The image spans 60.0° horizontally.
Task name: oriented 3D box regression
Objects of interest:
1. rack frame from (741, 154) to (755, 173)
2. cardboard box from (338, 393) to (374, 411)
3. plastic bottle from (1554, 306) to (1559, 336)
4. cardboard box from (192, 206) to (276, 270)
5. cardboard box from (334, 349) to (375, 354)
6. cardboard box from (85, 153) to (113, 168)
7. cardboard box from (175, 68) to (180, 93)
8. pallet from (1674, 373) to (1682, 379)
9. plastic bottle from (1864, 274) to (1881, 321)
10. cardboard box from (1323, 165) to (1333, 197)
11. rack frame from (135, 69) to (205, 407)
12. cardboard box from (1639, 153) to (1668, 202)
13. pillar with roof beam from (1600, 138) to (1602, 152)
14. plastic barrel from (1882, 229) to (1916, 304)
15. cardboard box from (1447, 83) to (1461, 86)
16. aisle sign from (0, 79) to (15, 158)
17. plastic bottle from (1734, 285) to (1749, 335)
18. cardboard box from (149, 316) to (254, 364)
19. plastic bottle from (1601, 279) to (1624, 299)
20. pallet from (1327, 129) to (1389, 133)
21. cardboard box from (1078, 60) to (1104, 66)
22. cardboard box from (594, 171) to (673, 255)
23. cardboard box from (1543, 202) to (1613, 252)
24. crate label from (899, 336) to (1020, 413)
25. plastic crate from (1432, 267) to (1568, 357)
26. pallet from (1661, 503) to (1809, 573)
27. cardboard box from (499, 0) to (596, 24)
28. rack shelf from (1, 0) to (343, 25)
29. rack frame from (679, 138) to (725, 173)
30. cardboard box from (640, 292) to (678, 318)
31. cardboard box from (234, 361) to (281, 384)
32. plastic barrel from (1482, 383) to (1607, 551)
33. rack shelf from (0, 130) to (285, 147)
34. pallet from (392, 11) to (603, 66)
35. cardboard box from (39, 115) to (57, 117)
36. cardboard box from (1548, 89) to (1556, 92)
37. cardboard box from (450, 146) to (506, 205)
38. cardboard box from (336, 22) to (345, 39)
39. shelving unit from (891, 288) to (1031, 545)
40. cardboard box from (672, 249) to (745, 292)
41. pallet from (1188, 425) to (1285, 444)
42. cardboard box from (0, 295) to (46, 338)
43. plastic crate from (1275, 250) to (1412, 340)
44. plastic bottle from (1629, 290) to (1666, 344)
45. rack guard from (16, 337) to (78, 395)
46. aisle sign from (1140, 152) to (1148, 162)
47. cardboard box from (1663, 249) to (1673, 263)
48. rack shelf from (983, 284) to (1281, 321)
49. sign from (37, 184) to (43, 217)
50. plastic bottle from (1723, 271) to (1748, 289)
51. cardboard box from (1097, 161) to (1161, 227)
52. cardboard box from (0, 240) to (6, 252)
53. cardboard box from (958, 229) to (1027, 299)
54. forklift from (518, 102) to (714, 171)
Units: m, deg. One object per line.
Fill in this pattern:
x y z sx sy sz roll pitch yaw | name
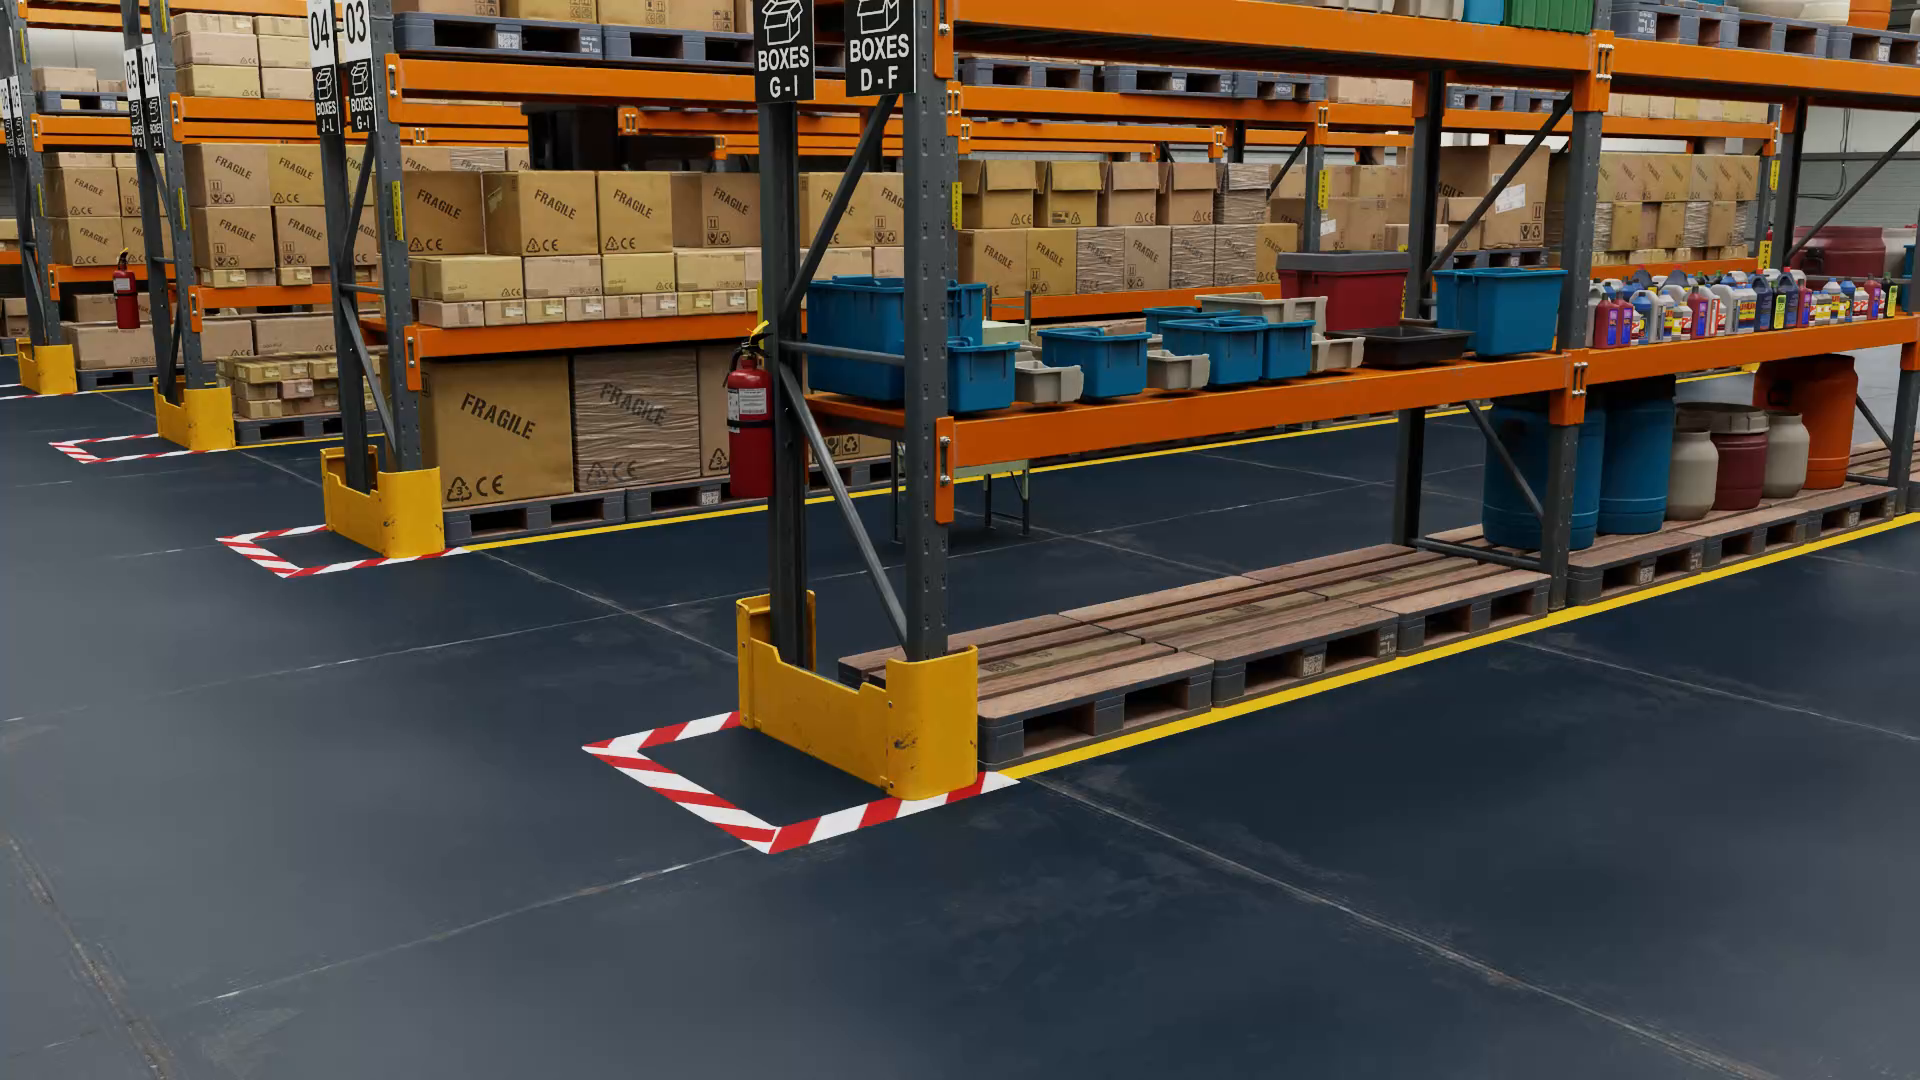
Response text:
-3.419 -5.442 28.536 0.127 3.000 1.000 -9 15 -38 | rack frame
-5.294 -1.214 14.475 0.250 0.149 0.380 -9 15 -37 | cardboard box
3.327 -1.314 9.212 0.185 0.351 0.144 -9 15 -38 | plastic bottle
-5.991 -2.499 13.717 0.500 0.500 0.500 -9 15 -35 | cardboard box
-5.487 -1.647 15.084 0.250 0.149 0.380 -9 15 -36 | cardboard box
-9.075 -3.982 17.452 0.250 0.149 0.380 -9 15 -36 | cardboard box
-6.324 -3.787 13.879 0.500 0.250 0.500 -10 15 -39 | cardboard box
7.332 -1.918 18.654 1.213 0.211 1.003 -9 15 -38 | pallet
5.617 -1.499 10.248 0.133 0.283 0.061 -9 15 -38 | plastic bottle
4.439 -4.700 22.079 0.500 0.550 0.875 -9 15 -38 | cardboard box
-6.514 -2.291 13.695 0.127 3.000 1.000 -9 15 -38 | rack frame
7.166 -3.861 17.725 0.500 0.500 0.500 -9 15 -38 | cardboard box
20.028 -11.368 41.998 0.548 9.000 9.100 -9 15 -38 | pillar with roof beam
6.517 -1.931 11.730 0.421 0.512 0.421 0 12 0 | plastic barrel
4.474 -4.329 15.624 0.250 0.166 0.380 -10 16 -39 | cardboard box
-9.935 -4.393 17.337 0.004 0.787 0.394 -9 15 -38 | aisle sign
4.334 -1.285 9.268 0.097 0.271 0.097 0 12 0 | plastic bottle
-8.523 -2.255 18.682 0.875 0.438 0.875 -9 15 -36 | cardboard box
3.794 -1.392 9.762 0.135 0.276 0.152 -9 15 -38 | plastic bottle
5.407 -5.693 22.709 1.213 0.211 1.003 -9 15 -38 | pallet
0.886 -3.711 12.755 0.250 0.149 0.380 -10 16 -40 | cardboard box
-2.160 -2.064 10.465 0.500 0.500 0.500 -10 16 -39 | cardboard box
6.266 -3.273 17.364 0.500 0.500 0.875 -9 15 -38 | cardboard box
-0.002 -0.596 5.972 0.303 0.233 0.416 -9 15 -38 | crate label
2.572 -1.094 7.955 0.575 0.384 0.392 -9 15 -38 | plastic crate
4.305 -0.077 9.985 1.213 0.211 1.003 -9 15 -38 | pallet
-2.607 -3.373 10.079 0.500 0.500 0.700 -10 16 -40 | cardboard box
-8.123 -5.727 18.129 4.000 0.370 1.077 -9 15 -38 | rack shelf
-3.438 -4.118 22.303 0.127 3.000 1.000 -9 15 -38 | rack frame
-2.008 -1.510 10.623 0.250 0.149 0.380 -10 15 -38 | cardboard box
-5.893 -1.405 13.946 0.250 0.149 0.380 -10 16 -40 | cardboard box
3.159 -0.436 8.999 0.708 0.901 0.600 -9 15 -38 | plastic barrel
-11.227 -5.260 22.189 4.000 0.370 1.077 -9 15 -38 | rack shelf
-2.922 -2.995 10.004 1.213 0.211 1.003 -9 15 -38 | pallet
-11.888 -5.507 21.265 0.500 0.250 0.500 -9 15 -37 | cardboard box
5.949 -4.708 17.259 0.250 0.149 0.380 -9 15 -36 | cardboard box
-4.397 -3.256 14.878 0.500 0.500 0.500 -9 15 -36 | cardboard box
-5.326 -4.265 13.968 0.250 0.149 0.380 -9 15 -36 | cardboard box
0.005 -0.735 9.977 0.755 1.500 0.431 -9 15 -38 | shelving unit
-1.750 -1.765 10.866 0.500 0.250 0.500 -10 15 -39 | cardboard box
2.090 -1.057 14.599 1.213 0.211 1.003 -9 15 -38 | pallet
-12.252 -2.933 21.720 0.637 0.503 0.797 -10 16 -40 | cardboard box
1.869 -1.174 8.139 0.583 0.464 0.402 -9 15 -38 | plastic crate
3.608 -1.174 8.734 0.135 0.276 0.152 -9 15 -38 | plastic bottle
-9.704 -1.855 17.659 0.348 0.500 1.175 -9 15 -38 | rack guard
3.038 -6.389 26.738 0.004 0.787 0.394 -9 15 -38 | aisle sign
7.562 -3.123 18.220 0.250 0.149 0.380 -9 15 -38 | cardboard box
1.191 -1.900 13.586 4.000 0.370 1.077 -9 15 -38 | rack shelf
-9.343 -3.452 16.888 0.005 0.325 0.100 -9 15 -38 | sign
4.946 -1.583 10.663 0.135 0.276 0.152 -9 15 -38 | plastic bottle
1.141 -2.786 13.373 0.637 0.503 0.797 -9 15 -36 | cardboard box
-12.361 -3.760 21.221 0.250 0.149 0.380 -10 15 -38 | cardboard box
0.144 -2.060 12.369 0.500 0.500 0.500 -9 15 -37 | cardboard box
-2.647 -2.231 13.577 3.031 2.935 1.130 -10 16 -39 | forklift
